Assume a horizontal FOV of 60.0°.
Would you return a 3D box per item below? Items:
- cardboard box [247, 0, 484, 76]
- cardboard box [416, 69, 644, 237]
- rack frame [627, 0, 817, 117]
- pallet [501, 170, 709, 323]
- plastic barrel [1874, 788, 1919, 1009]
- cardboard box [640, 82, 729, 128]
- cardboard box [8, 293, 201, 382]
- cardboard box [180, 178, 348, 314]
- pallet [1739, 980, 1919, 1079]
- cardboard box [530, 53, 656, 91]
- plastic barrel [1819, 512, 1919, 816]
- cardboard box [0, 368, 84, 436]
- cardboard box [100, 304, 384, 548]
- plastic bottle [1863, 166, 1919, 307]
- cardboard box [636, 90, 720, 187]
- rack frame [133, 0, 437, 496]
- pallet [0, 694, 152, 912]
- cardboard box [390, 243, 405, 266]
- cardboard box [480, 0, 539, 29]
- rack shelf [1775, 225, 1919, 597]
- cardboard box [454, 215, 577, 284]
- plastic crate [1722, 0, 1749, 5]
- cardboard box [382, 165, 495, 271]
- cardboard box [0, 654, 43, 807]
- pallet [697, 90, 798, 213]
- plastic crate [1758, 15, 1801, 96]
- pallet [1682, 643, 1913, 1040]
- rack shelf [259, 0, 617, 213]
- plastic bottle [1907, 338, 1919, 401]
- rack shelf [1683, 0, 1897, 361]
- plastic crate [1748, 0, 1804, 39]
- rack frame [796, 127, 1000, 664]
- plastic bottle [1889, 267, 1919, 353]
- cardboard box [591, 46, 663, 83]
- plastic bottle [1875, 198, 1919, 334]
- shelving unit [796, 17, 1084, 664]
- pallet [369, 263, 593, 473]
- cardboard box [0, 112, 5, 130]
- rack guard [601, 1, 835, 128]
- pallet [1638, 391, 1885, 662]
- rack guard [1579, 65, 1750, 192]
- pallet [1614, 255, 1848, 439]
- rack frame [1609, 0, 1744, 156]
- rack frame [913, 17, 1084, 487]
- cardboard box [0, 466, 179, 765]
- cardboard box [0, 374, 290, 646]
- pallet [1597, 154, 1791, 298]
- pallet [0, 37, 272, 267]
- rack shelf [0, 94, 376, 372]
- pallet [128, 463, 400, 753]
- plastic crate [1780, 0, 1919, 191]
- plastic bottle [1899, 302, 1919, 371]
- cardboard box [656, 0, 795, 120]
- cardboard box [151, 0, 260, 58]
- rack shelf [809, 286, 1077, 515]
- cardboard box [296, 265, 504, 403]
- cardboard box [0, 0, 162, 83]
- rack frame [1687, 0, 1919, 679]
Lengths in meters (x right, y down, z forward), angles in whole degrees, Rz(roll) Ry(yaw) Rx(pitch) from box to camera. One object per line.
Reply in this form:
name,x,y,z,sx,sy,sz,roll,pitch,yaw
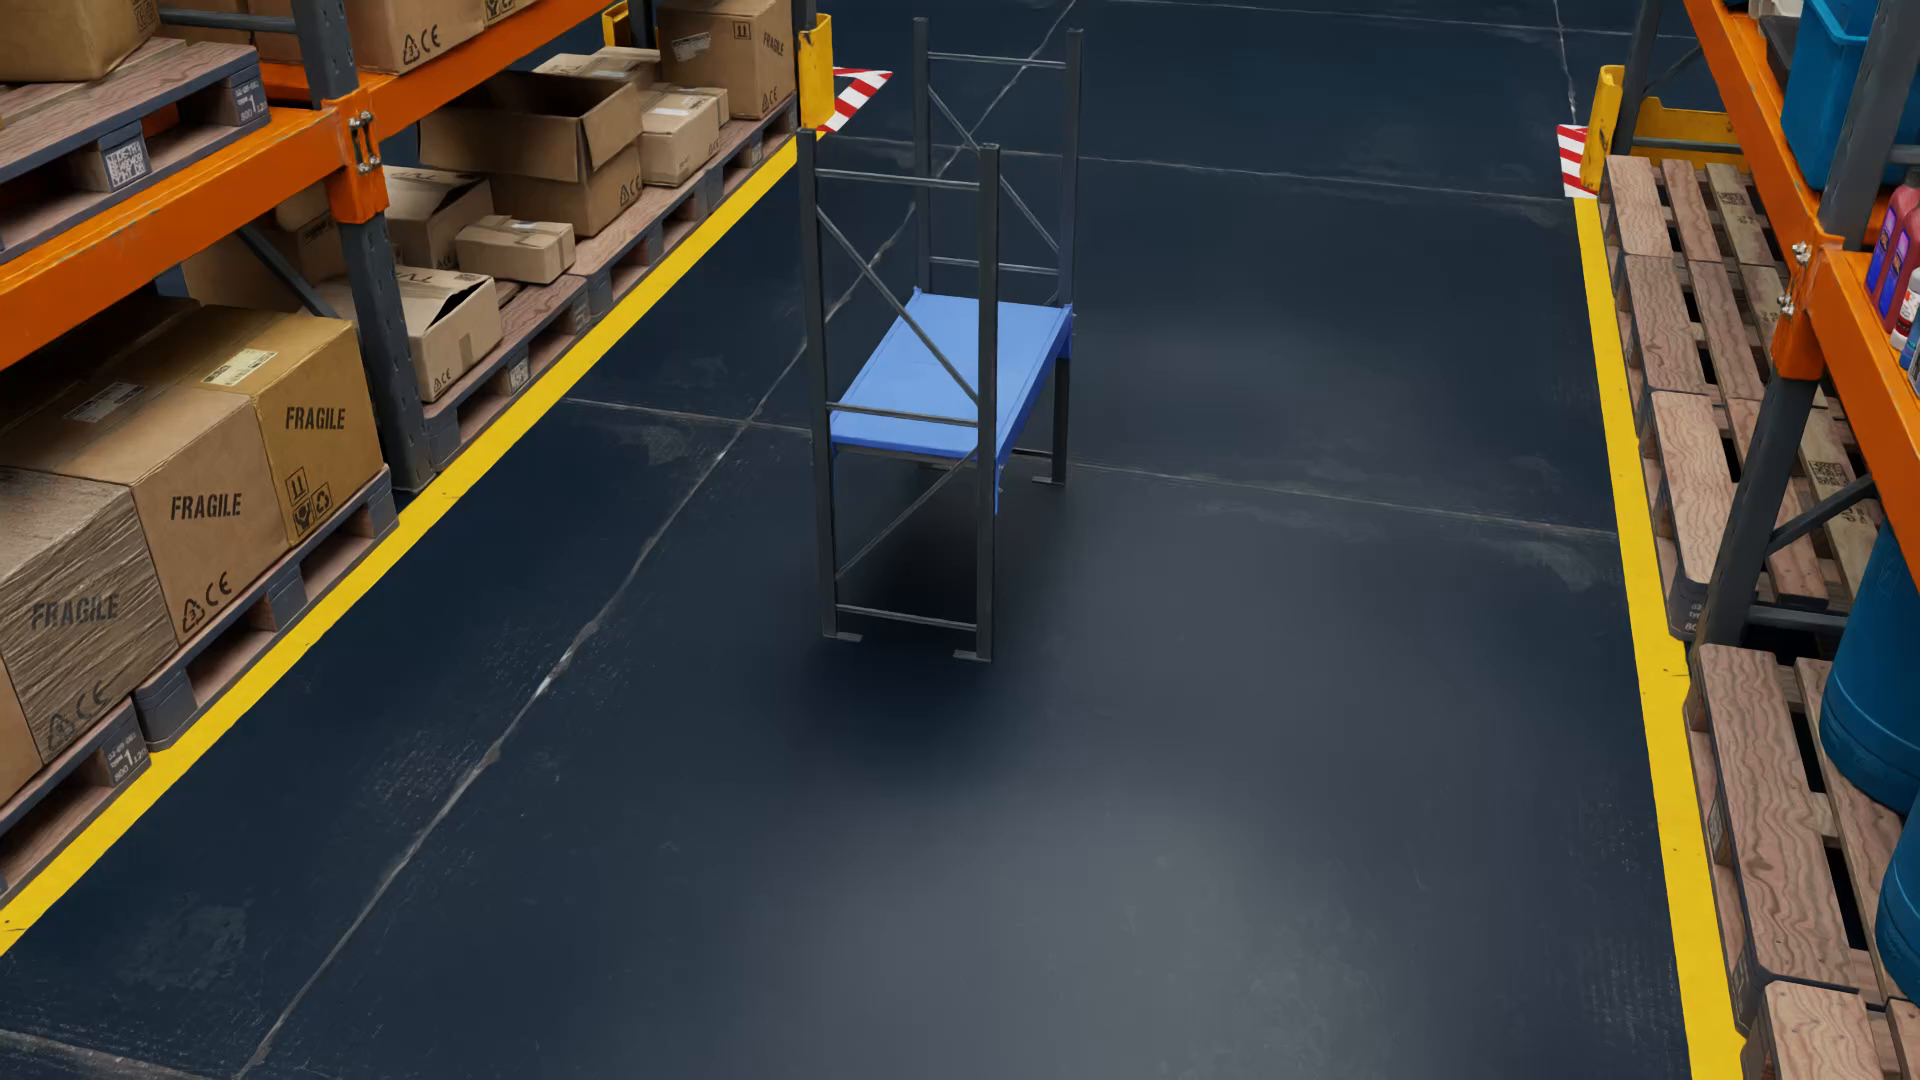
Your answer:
cardboard box,-1.861,-1.780,5.161,0.500,0.500,0.500,9,34,14
cardboard box,-1.782,-1.618,6.917,0.797,0.503,0.637,8,33,12
rack frame,-1.238,-3.586,8.096,1.000,3.000,0.127,8,33,12
pallet,-1.771,-1.325,7.138,1.003,0.211,1.213,8,33,12
plastic barrel,2.203,0.521,3.198,0.600,0.901,0.708,8,33,12
cardboard box,-1.328,-2.063,7.930,0.380,0.166,0.250,8,33,12
cardboard box,-2.612,-0.424,5.040,0.500,0.500,0.500,7,33,10
cardboard box,-2.383,-0.976,5.909,0.500,0.500,0.500,8,33,12
pallet,1.993,1.372,2.895,1.003,0.211,1.213,8,33,12
cardboard box,-1.778,-2.109,7.924,0.500,0.250,0.500,8,33,12
plastic barrel,2.382,0.154,3.776,0.600,0.901,0.708,8,33,12
cardboard box,-2.737,-0.145,4.603,0.500,0.500,0.500,8,33,13
cardboard box,-2.102,-0.346,4.919,0.500,0.500,0.500,8,33,12
plastic bottle,2.031,-0.653,3.590,0.061,0.283,0.133,8,33,12
cardboard box,-1.408,-1.807,7.450,0.500,0.250,0.500,8,33,12
rack frame,-2.254,-1.511,4.830,1.000,3.000,0.127,8,33,12
pallet,-2.731,0.728,3.907,1.003,0.211,1.213,8,33,12
cardboard box,-2.346,-1.030,6.322,0.380,0.149,0.250,8,33,12
cardboard box,-1.734,-2.046,5.580,0.500,0.500,0.500,9,33,13
rack shelf,2.029,0.507,2.327,1.077,0.370,4.000,8,33,12
cardboard box,-1.728,-1.139,6.477,0.380,0.166,0.250,8,33,12
plastic crate,2.760,-1.942,5.610,0.416,0.233,0.300,8,33,12
cardboard box,-2.193,-1.285,6.572,0.500,0.311,0.500,8,33,12
cardboard box,-2.490,0.433,3.692,0.500,0.500,0.500,7,33,11
pallet,-1.459,-1.956,8.131,1.003,0.211,1.213,8,33,12
plastic crate,2.561,-1.361,4.795,0.437,0.125,0.590,8,33,12
pallet,2.301,0.737,3.894,1.003,0.211,1.213,8,33,12
rack shelf,-1.746,-2.245,6.656,1.077,0.370,4.000,8,33,12
plastic bottle,1.958,-0.404,3.205,0.152,0.276,0.135,8,33,12
rack shelf,3.044,-1.569,5.592,1.077,0.370,4.000,8,33,12
plastic crate,2.688,-1.693,5.307,0.293,0.136,0.466,8,33,12
rack frame,-0.151,-0.325,4.363,0.500,1.500,0.032,8,33,12
plastic bottle,1.986,-0.487,3.405,0.097,0.201,0.097,0,32,0
cardboard box,-1.677,-2.398,8.474,0.380,0.149,0.250,8,33,12
plastic bottle,1.997,-0.584,3.481,0.061,0.283,0.133,8,33,12
shelving unit,-0.022,-0.589,4.778,0.538,1.500,1.048,8,33,12
pallet,-2.078,-0.690,6.139,1.003,0.211,1.213,8,33,12
cardboard box,-2.703,-1.149,3.777,0.700,0.500,0.500,13,35,20
rack guard,-1.258,-2.492,8.704,1.175,0.500,0.348,8,33,12
pallet,2.686,-0.044,5.123,1.003,0.211,1.213,8,33,12
rack guard,3.545,-1.869,7.725,1.175,0.500,0.348,8,33,12
pallet,2.993,-0.680,6.122,1.003,0.211,1.213,8,33,12
rack frame,3.552,-2.910,7.032,1.000,3.000,0.127,8,33,12
rack frame,0.107,-0.852,5.193,0.500,1.500,0.032,8,33,12
cardboard box,-2.363,0.169,4.108,0.500,0.500,0.500,8,33,13
cardboard box,-2.235,-0.091,4.517,0.500,0.500,0.500,8,33,13
pallet,3.305,-1.311,7.115,1.003,0.211,1.213,8,33,12
pallet,-2.562,-1.030,4.253,1.003,0.211,1.213,8,33,12
rack shelf,-2.761,-0.169,3.391,1.077,0.370,4.000,8,33,12
pallet,-2.423,0.093,4.906,1.003,0.211,1.213,8,33,12
plastic crate,2.325,-1.142,4.209,0.392,0.384,0.575,8,33,12
plastic bottle,1.961,-0.466,3.307,0.097,0.271,0.097,0,32,0
cardboard box,-1.138,-2.401,8.152,0.500,0.500,0.500,8,33,12
cardboard box,-2.375,-1.847,5.267,0.500,0.500,0.500,9,33,13
rack shelf,-0.022,-0.437,4.874,0.538,0.185,1.000,8,33,12
cardboard box,-1.938,-0.750,5.730,0.500,0.311,0.500,8,33,12
cardboard box,-2.590,-1.515,4.352,0.700,0.500,0.500,-3,33,-4
rack frame,2.537,-0.834,3.767,1.000,3.000,0.127,8,33,12
